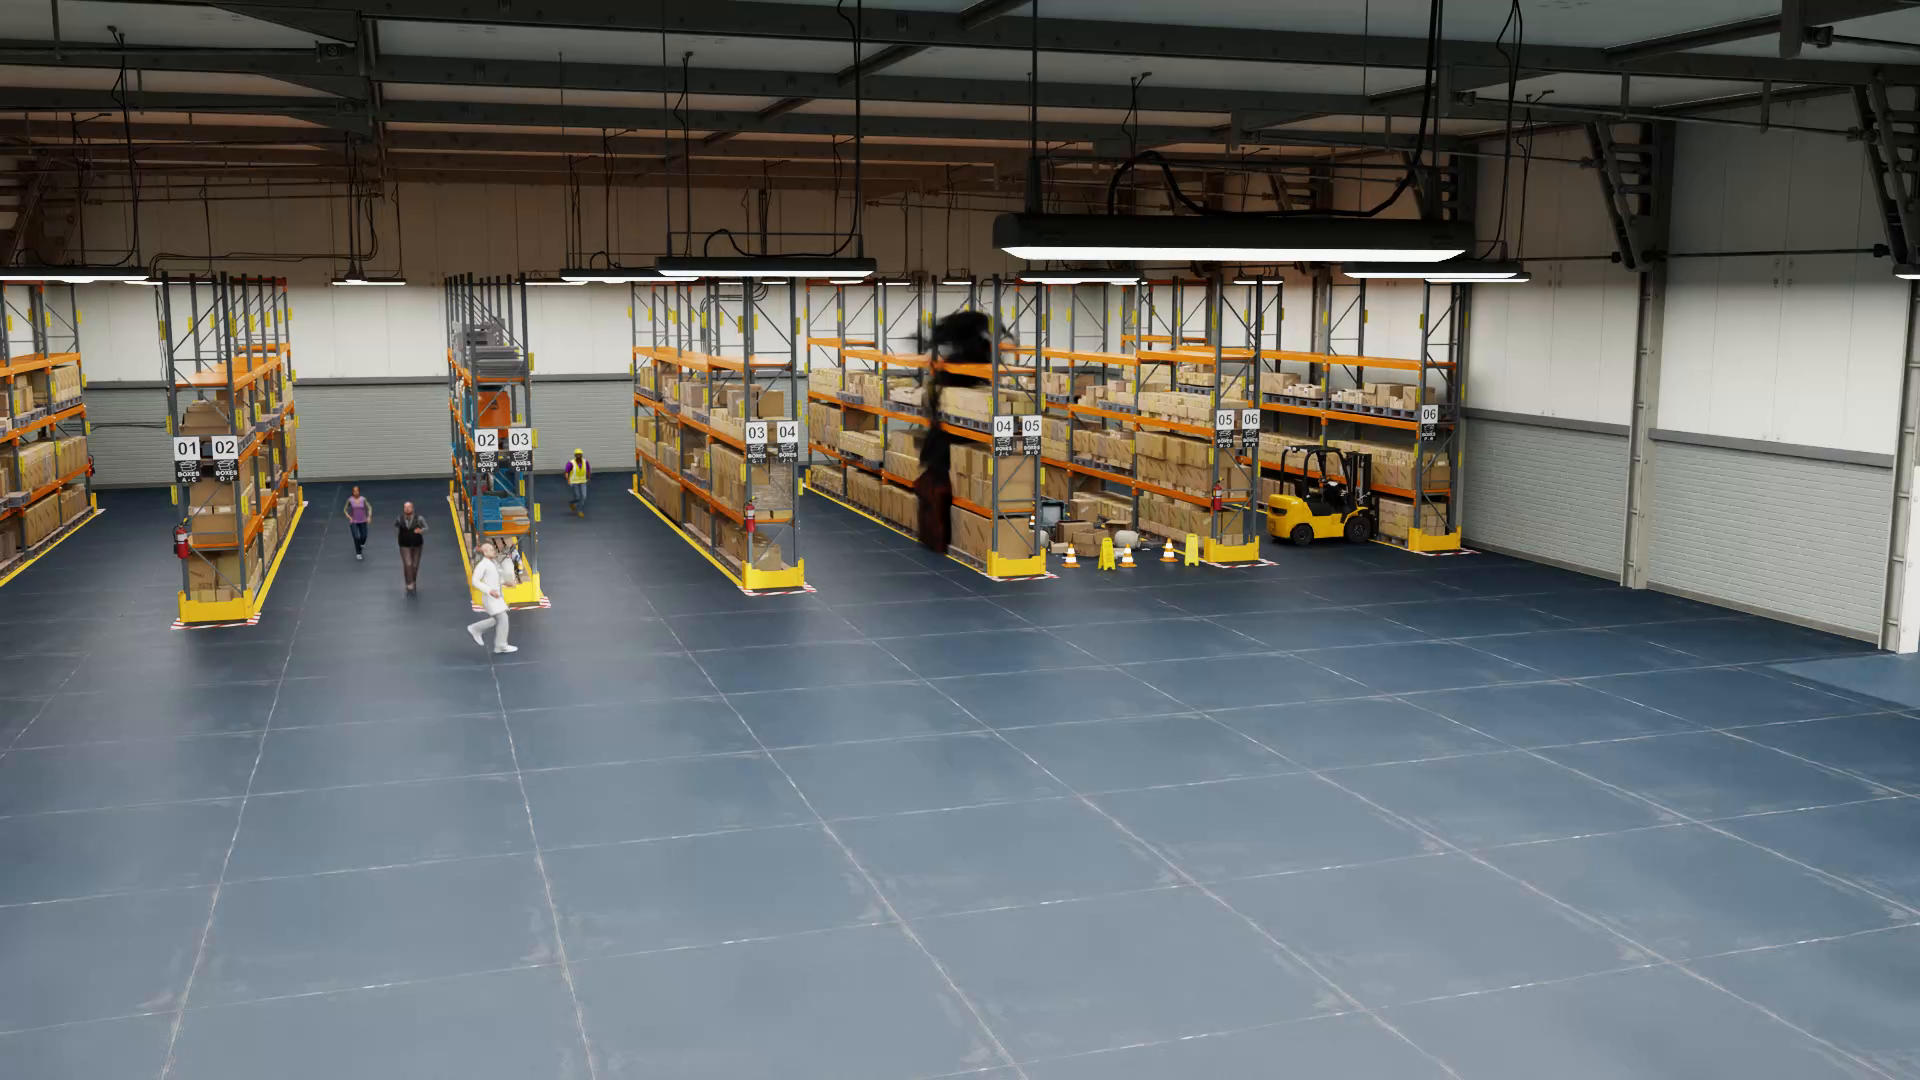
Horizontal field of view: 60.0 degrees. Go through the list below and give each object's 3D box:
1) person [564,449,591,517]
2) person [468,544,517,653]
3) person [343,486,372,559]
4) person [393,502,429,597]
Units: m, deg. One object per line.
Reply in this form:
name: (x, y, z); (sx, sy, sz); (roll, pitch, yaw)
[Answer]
person: (-9.671, -1.458, 42.091); (0.685, 1.717, 0.633); (-5, 10, -31)
person: (-7.420, 0.918, 26.261); (0.811, 1.735, 0.715); (1, 9, 4)
person: (-12.831, -0.377, 35.446); (0.588, 1.547, 0.575); (-4, 10, -25)
person: (-10.329, 0.164, 31.363); (0.630, 1.785, 0.789); (-3, 9, -22)
